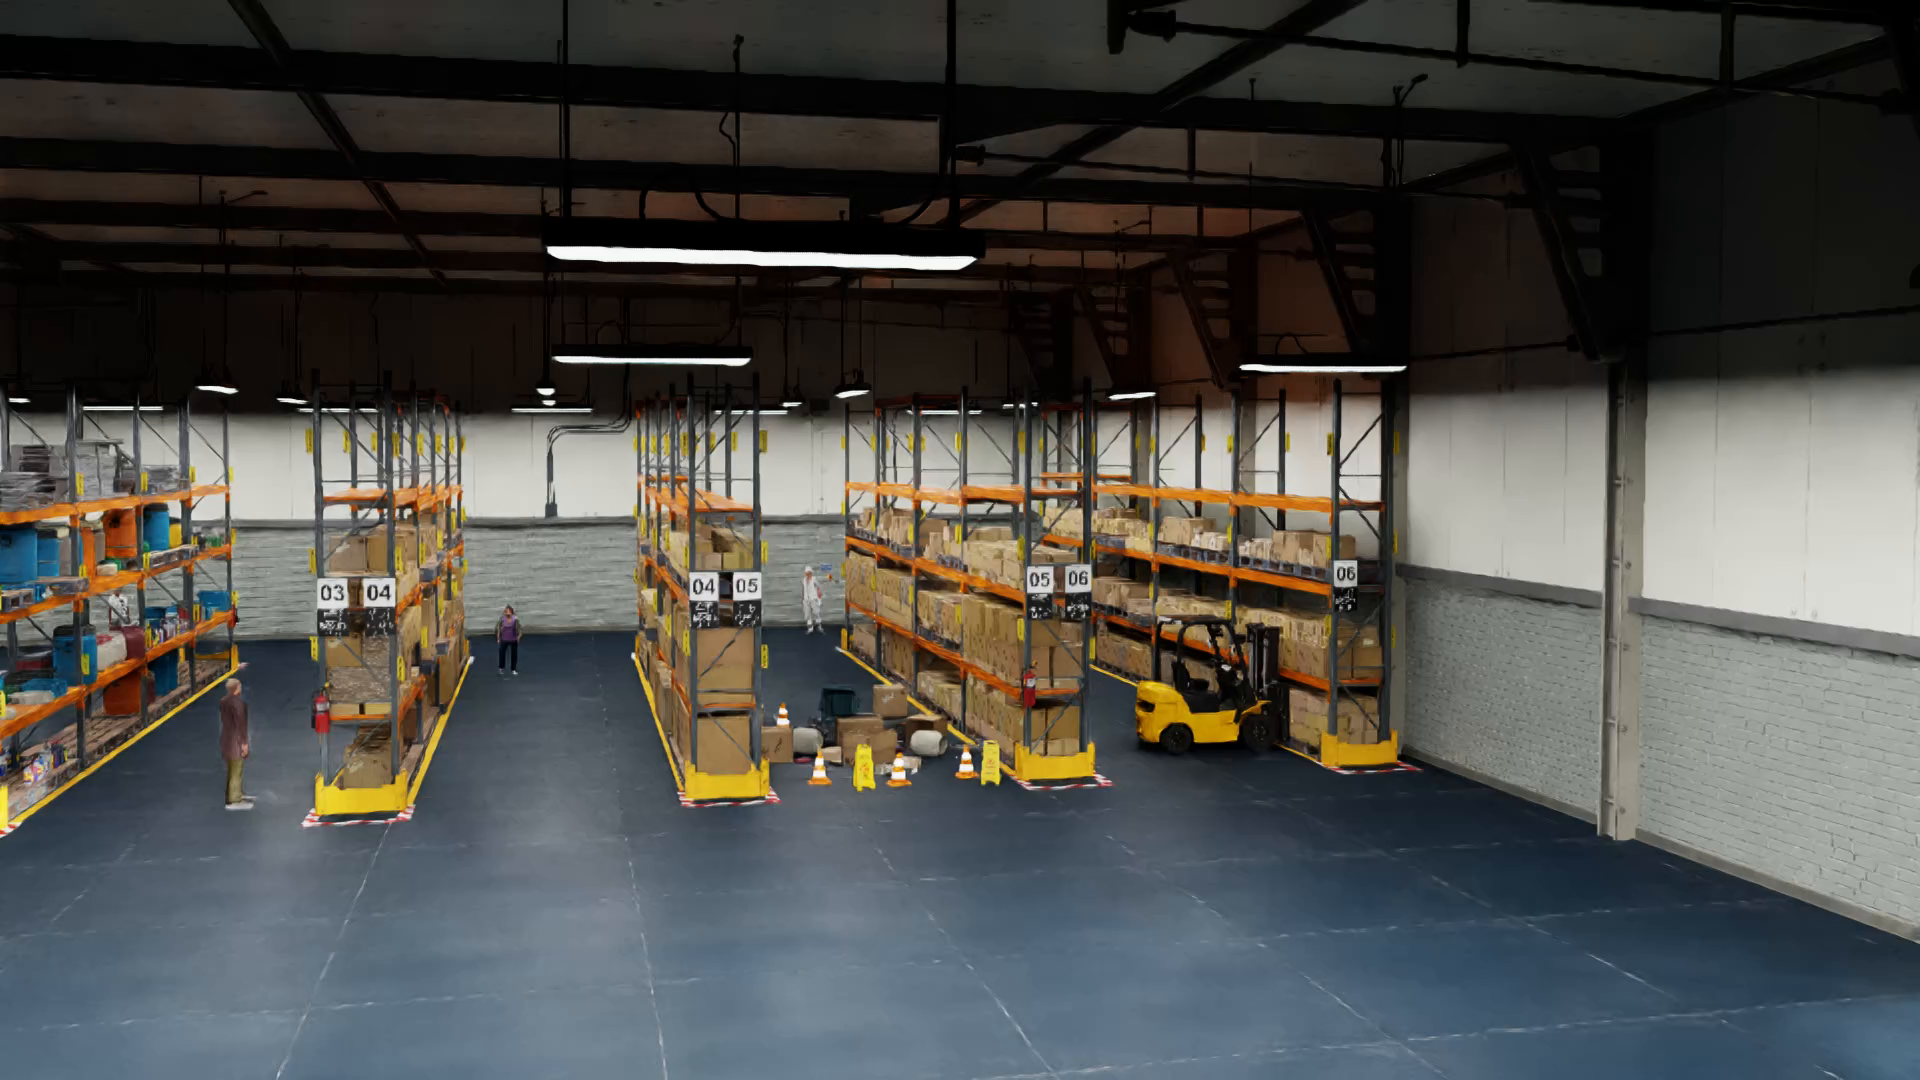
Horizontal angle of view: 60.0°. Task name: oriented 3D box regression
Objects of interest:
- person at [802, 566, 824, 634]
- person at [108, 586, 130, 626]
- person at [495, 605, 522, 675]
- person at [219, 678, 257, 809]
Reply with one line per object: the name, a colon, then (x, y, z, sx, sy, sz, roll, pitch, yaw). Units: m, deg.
person: (-3.901, 1.580, 44.040, 0.578, 1.775, 0.572, 1, 4, 22)
person: (-20.377, 1.867, 40.266, 0.456, 1.589, 1.088, -1, 3, -11)
person: (-9.770, 2.161, 35.990, 0.566, 1.541, 0.519, -1, 3, -16)
person: (-9.914, 2.775, 22.861, 0.504, 1.788, 0.640, -3, 5, -43)
